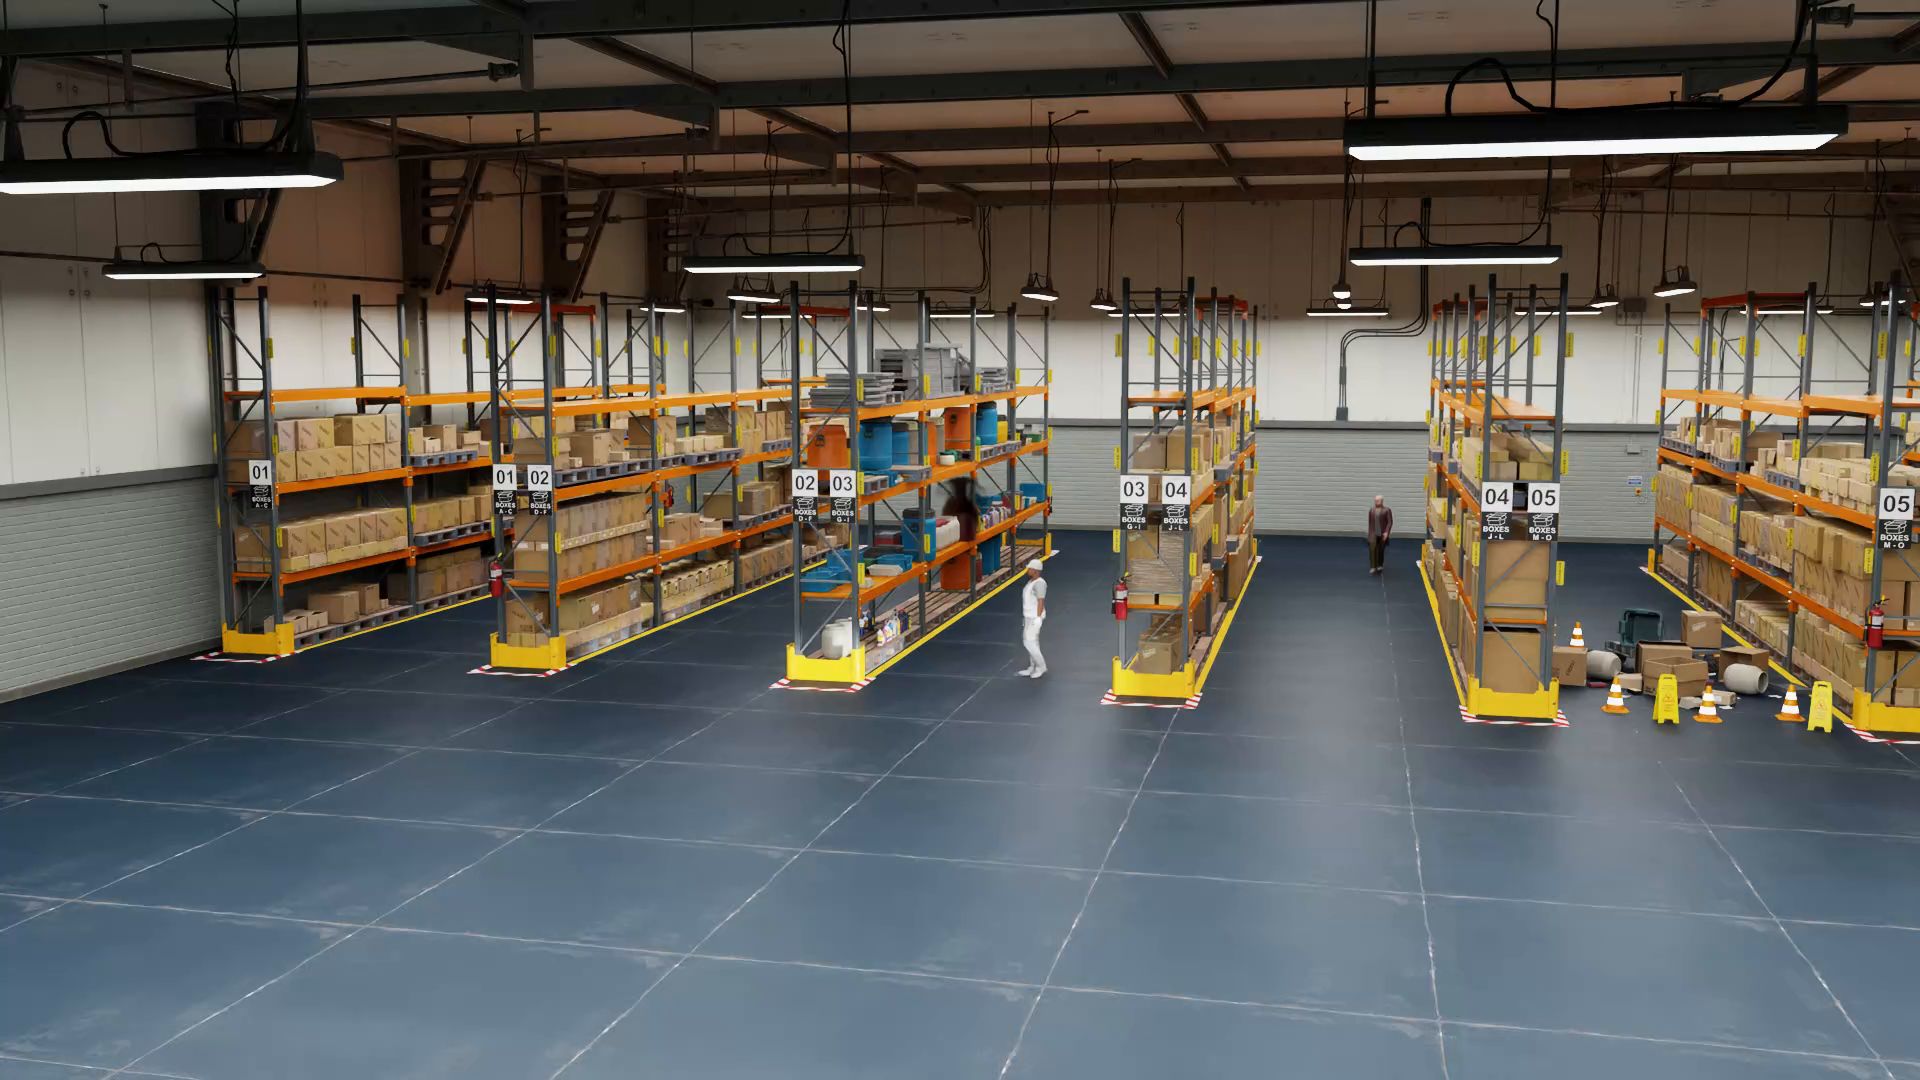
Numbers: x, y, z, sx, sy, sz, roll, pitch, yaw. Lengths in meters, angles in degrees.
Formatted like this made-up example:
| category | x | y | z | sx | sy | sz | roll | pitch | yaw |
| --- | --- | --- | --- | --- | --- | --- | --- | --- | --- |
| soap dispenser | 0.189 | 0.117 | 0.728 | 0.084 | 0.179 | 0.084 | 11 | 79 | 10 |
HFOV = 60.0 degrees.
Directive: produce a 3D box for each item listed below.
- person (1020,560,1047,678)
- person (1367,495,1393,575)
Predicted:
| category | x | y | z | sx | sy | sz | roll | pitch | yaw |
| --- | --- | --- | --- | --- | --- | --- | --- | --- | --- |
| person | 1.113 | 1.192 | 25.425 | 0.392 | 1.790 | 0.612 | -1 | 7 | -6 |
| person | 9.320 | -0.126 | 36.942 | 0.552 | 1.724 | 1.098 | 1 | 7 | 13 |
